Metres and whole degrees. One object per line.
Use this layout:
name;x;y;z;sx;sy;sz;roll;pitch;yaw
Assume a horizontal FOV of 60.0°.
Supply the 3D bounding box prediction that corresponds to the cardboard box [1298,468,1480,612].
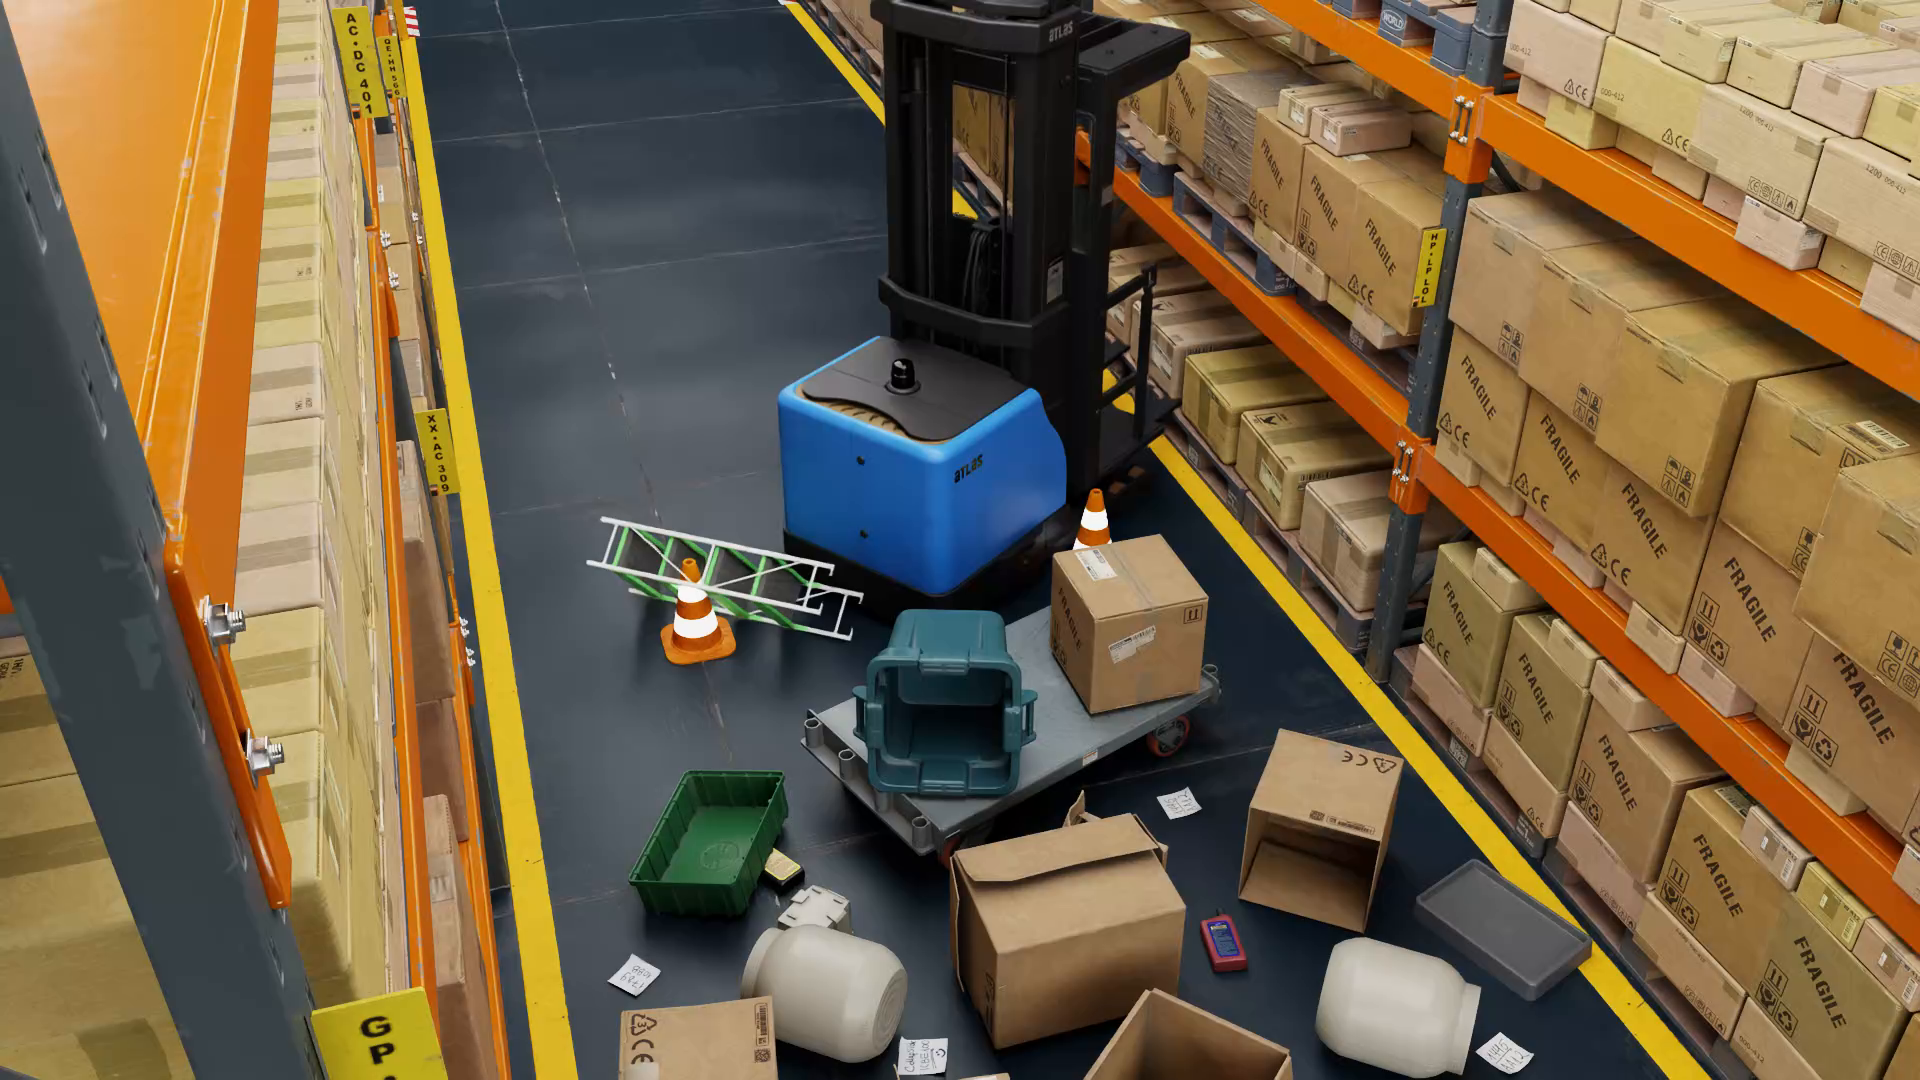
cardboard box;2.231;-0.045;8.100;0.950;0.372;0.625;-10;35;-14

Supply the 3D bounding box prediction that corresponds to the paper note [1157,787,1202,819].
paper note;0.930;1.113;7.038;0.148;0.019;0.142;-10;35;-15

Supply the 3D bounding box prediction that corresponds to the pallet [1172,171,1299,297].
pallet;1.816;-1.679;8.744;1.003;0.211;1.213;-10;35;-15

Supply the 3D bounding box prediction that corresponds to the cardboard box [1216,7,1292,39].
cardboard box;1.744;-2.671;9.330;0.500;0.500;0.500;-11;35;-15

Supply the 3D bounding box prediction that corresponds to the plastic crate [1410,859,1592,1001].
plastic crate;2.091;1.489;6.424;0.402;0.080;0.583;-23;40;-31

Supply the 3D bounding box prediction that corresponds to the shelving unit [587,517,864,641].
shelving unit;-1.115;0.188;7.952;1.200;0.503;0.258;11;76;16

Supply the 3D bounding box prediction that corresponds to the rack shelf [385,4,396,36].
rack shelf;-5.341;-4.756;13.879;1.077;0.370;4.000;-10;35;-15

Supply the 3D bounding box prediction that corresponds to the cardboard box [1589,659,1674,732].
cardboard box;2.540;0.539;6.059;0.380;0.149;0.250;-8;34;-12

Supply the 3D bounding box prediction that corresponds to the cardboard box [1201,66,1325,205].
cardboard box;1.569;-2.043;8.380;0.500;0.500;0.500;-11;35;-17

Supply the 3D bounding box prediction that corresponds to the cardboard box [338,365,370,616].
cardboard box;-1.284;-0.063;2.799;0.500;0.250;0.500;-10;35;-15

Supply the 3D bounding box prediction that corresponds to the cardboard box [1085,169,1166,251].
cardboard box;1.041;-2.457;11.293;0.875;0.875;0.875;-10;35;-15

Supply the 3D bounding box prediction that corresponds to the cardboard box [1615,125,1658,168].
cardboard box;2.462;-1.375;5.616;0.380;0.149;0.250;-10;35;-15

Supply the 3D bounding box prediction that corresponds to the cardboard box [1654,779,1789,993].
cardboard box;2.811;1.152;5.719;0.500;0.500;0.500;-11;35;-16

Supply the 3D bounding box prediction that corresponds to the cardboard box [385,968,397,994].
cardboard box;-0.869;0.697;2.010;0.380;0.149;0.250;-10;35;-14

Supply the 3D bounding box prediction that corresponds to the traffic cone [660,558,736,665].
traffic cone;-1.261;0.295;7.884;0.336;0.463;0.334;-10;35;-15

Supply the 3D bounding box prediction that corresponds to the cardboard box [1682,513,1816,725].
cardboard box;2.751;0.208;5.354;0.500;0.500;0.500;-10;35;-14

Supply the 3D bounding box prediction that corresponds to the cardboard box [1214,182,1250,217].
cardboard box;1.542;-1.803;8.605;0.380;0.149;0.250;-9;34;-13

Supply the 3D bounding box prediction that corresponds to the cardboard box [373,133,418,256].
cardboard box;-3.117;-1.756;8.596;0.500;0.500;0.500;-10;35;-15

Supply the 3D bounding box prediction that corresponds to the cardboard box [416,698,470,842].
cardboard box;-1.977;0.608;4.973;0.875;0.550;0.550;-10;35;-15

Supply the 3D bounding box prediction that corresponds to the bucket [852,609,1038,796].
bucket;-0.053;0.610;6.697;0.726;0.611;0.620;1;23;2

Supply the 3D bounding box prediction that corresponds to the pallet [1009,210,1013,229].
pallet;1.004;-2.055;11.668;1.003;0.211;1.213;-10;35;-15

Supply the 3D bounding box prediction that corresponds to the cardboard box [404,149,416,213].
cardboard box;-3.784;-2.282;10.689;0.500;0.250;0.500;-10;35;-14

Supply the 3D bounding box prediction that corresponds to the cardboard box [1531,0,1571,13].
cardboard box;2.178;-1.950;5.764;0.380;0.149;0.250;-11;35;-16

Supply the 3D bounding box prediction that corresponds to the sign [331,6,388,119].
sign;-1.762;-1.400;4.886;0.100;0.325;0.005;-10;35;-15

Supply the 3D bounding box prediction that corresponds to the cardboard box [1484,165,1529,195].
cardboard box;2.523;-1.327;7.295;0.500;0.500;0.500;-9;35;-14

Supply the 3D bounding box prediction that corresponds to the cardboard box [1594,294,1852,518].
cardboard box;2.583;-0.467;5.468;0.700;0.500;0.500;-11;35;-16

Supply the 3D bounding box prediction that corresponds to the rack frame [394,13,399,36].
rack frame;-5.951;-6.106;15.270;1.000;3.000;0.127;-10;35;-15

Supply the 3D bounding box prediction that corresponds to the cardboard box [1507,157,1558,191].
cardboard box;2.586;-1.609;7.135;0.380;0.149;0.250;-10;35;-15

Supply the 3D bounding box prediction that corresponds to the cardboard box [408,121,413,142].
cardboard box;-4.536;-3.237;13.133;0.380;0.149;0.250;-12;35;-17

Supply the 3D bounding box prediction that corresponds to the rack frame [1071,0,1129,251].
rack frame;1.173;-2.791;10.253;1.000;3.000;0.127;-10;35;-15

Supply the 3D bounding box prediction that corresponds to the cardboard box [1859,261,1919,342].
cardboard box;2.727;-0.677;4.561;0.380;0.149;0.250;-10;35;-15

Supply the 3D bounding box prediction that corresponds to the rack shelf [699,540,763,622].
rack shelf;-1.055;0.200;7.934;0.148;0.480;0.258;11;76;16

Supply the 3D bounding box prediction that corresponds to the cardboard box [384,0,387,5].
cardboard box;-4.505;-4.105;12.469;0.380;0.149;0.250;-9;34;-13

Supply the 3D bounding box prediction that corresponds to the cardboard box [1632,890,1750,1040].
cardboard box;2.795;1.455;5.941;0.500;0.250;0.500;-11;35;-16

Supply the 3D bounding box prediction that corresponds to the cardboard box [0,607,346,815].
cardboard box;-0.944;0.238;1.982;0.380;0.149;0.250;-10;35;-14

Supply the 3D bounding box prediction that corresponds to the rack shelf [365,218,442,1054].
rack shelf;-1.680;0.293;3.518;1.077;0.370;4.000;-10;35;-15

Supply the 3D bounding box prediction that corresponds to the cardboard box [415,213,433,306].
cardboard box;-3.640;-1.716;10.512;0.500;0.500;0.500;-10;35;-14

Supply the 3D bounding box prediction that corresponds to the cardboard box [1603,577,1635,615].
cardboard box;2.574;0.162;6.013;0.380;0.149;0.250;-10;35;-15

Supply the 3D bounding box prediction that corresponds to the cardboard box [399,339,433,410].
cardboard box;-2.349;-0.434;6.595;0.500;0.500;0.500;-10;35;-14

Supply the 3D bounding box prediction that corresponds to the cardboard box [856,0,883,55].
cardboard box;-0.410;-4.815;15.260;0.875;0.438;0.875;-11;35;-16

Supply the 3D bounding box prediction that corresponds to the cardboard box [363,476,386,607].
cardboard box;-1.254;0.034;3.013;0.380;0.149;0.250;-10;35;-15

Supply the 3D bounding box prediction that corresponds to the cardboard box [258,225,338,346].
cardboard box;-1.334;-0.433;2.996;0.380;0.149;0.250;-10;35;-14

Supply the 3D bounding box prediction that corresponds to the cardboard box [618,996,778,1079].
cardboard box;-0.839;1.879;5.451;0.500;0.500;0.500;-4;34;-6

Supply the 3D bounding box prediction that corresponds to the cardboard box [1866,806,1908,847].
cardboard box;3.003;0.813;5.027;0.380;0.149;0.250;-10;35;-14

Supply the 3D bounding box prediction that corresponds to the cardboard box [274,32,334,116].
cardboard box;-1.722;-1.099;4.004;0.380;0.149;0.250;-10;35;-15

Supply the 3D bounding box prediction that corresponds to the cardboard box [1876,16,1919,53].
cardboard box;3.030;-1.497;5.078;0.380;0.149;0.250;-11;35;-16

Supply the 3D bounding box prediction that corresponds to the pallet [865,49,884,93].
pallet;-0.205;-4.140;14.824;1.003;0.211;1.213;-10;35;-15

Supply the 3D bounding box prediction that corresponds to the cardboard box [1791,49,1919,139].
cardboard box;2.628;-1.276;4.744;0.380;0.149;0.250;-11;35;-15

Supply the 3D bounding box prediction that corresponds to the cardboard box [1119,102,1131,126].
cardboard box;1.149;-2.506;9.668;0.380;0.149;0.250;-12;35;-18

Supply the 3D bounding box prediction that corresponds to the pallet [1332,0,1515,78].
pallet;2.306;-2.206;6.818;1.213;0.211;1.003;-10;35;-15

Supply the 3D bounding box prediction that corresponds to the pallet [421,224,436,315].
pallet;-4.116;-1.792;11.271;1.003;0.211;1.213;-10;35;-15

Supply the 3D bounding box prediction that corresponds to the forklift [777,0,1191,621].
forklift;0.402;-1.518;8.388;1.130;2.935;3.031;22;40;30

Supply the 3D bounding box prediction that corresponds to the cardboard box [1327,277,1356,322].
cardboard box;1.909;-1.127;7.581;0.380;0.149;0.250;-11;35;-16

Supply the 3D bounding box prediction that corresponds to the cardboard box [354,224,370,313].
cardboard box;-1.640;-0.630;4.018;0.380;0.149;0.250;-10;35;-15
